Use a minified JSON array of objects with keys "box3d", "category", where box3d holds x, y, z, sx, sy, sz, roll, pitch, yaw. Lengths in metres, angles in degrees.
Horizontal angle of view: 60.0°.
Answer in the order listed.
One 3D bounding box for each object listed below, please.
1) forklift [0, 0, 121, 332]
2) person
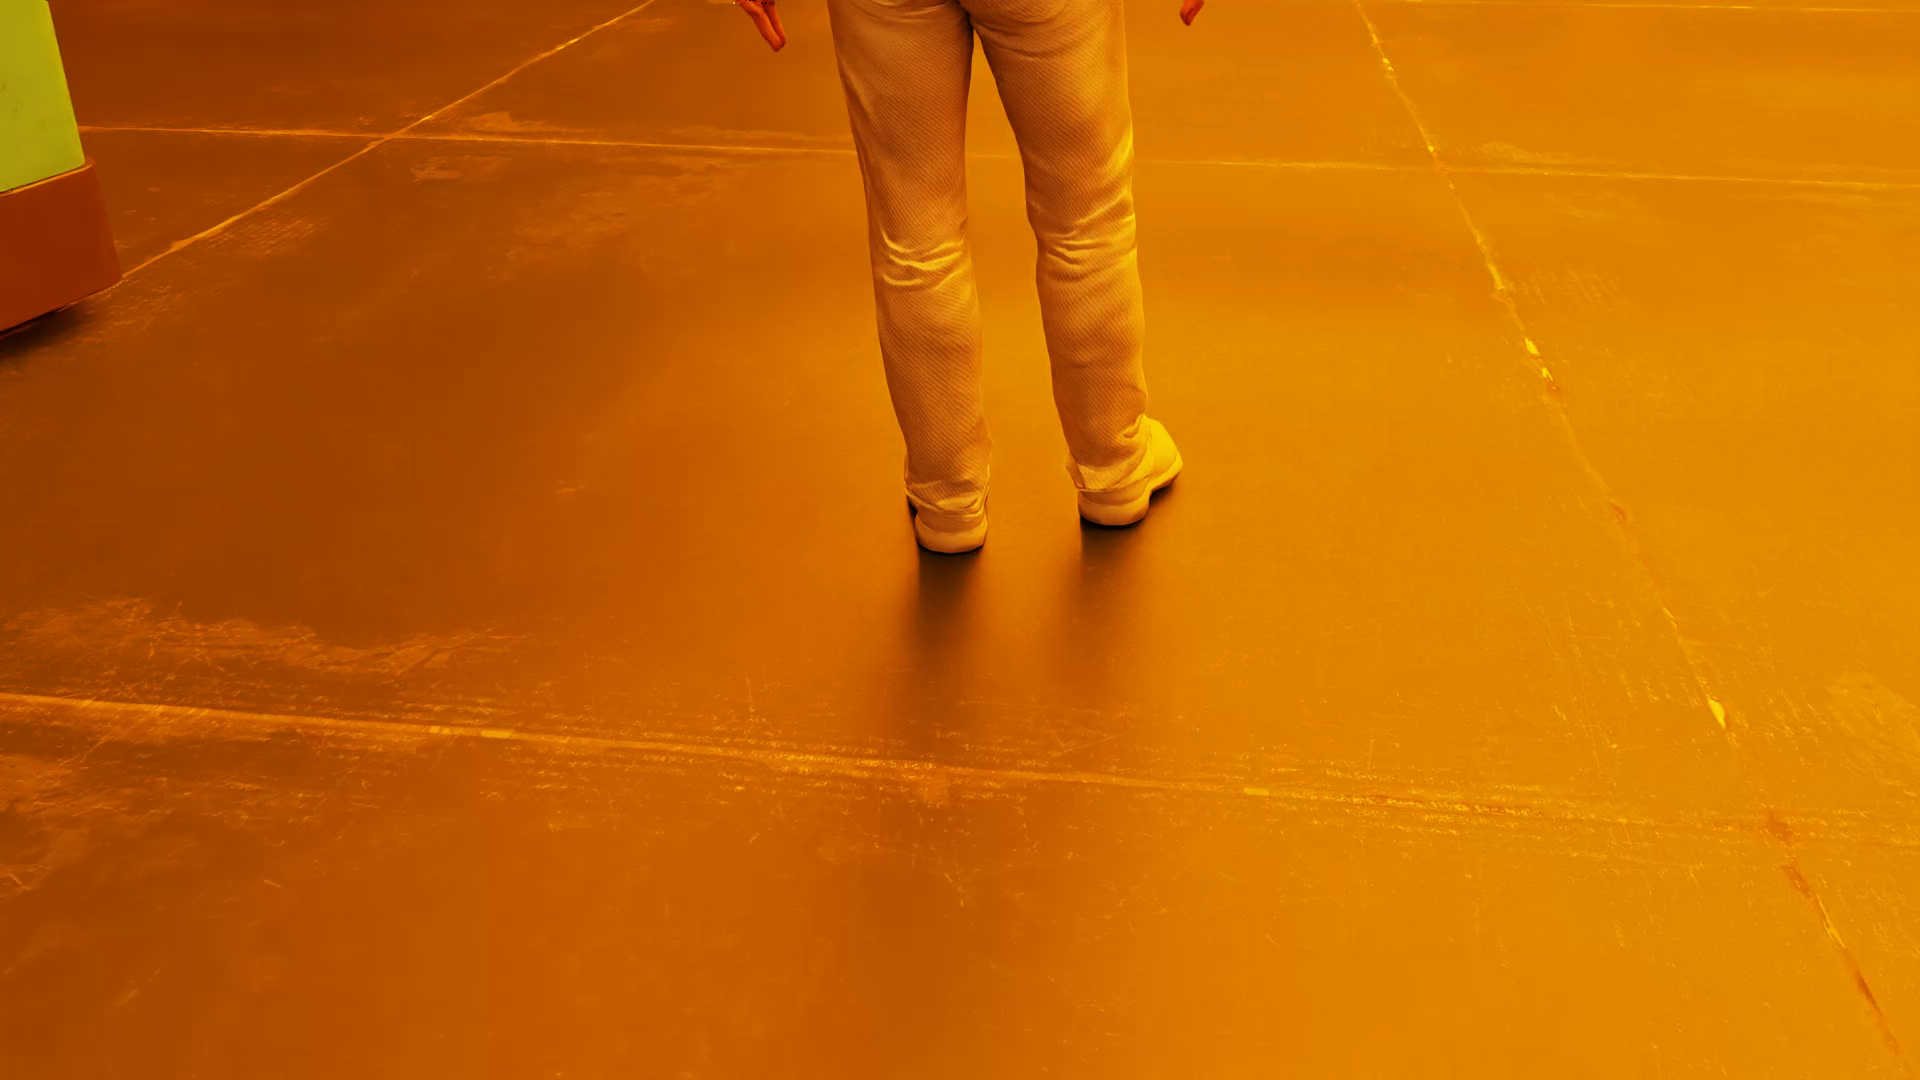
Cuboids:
[{"box3d":[-3.292,-1.767,2.759,3.031,2.935,1.130,8,27,15],"category":"forklift"},{"box3d":[0.014,-0.827,2.164,0.666,1.768,0.575,3,27,7],"category":"person"}]
